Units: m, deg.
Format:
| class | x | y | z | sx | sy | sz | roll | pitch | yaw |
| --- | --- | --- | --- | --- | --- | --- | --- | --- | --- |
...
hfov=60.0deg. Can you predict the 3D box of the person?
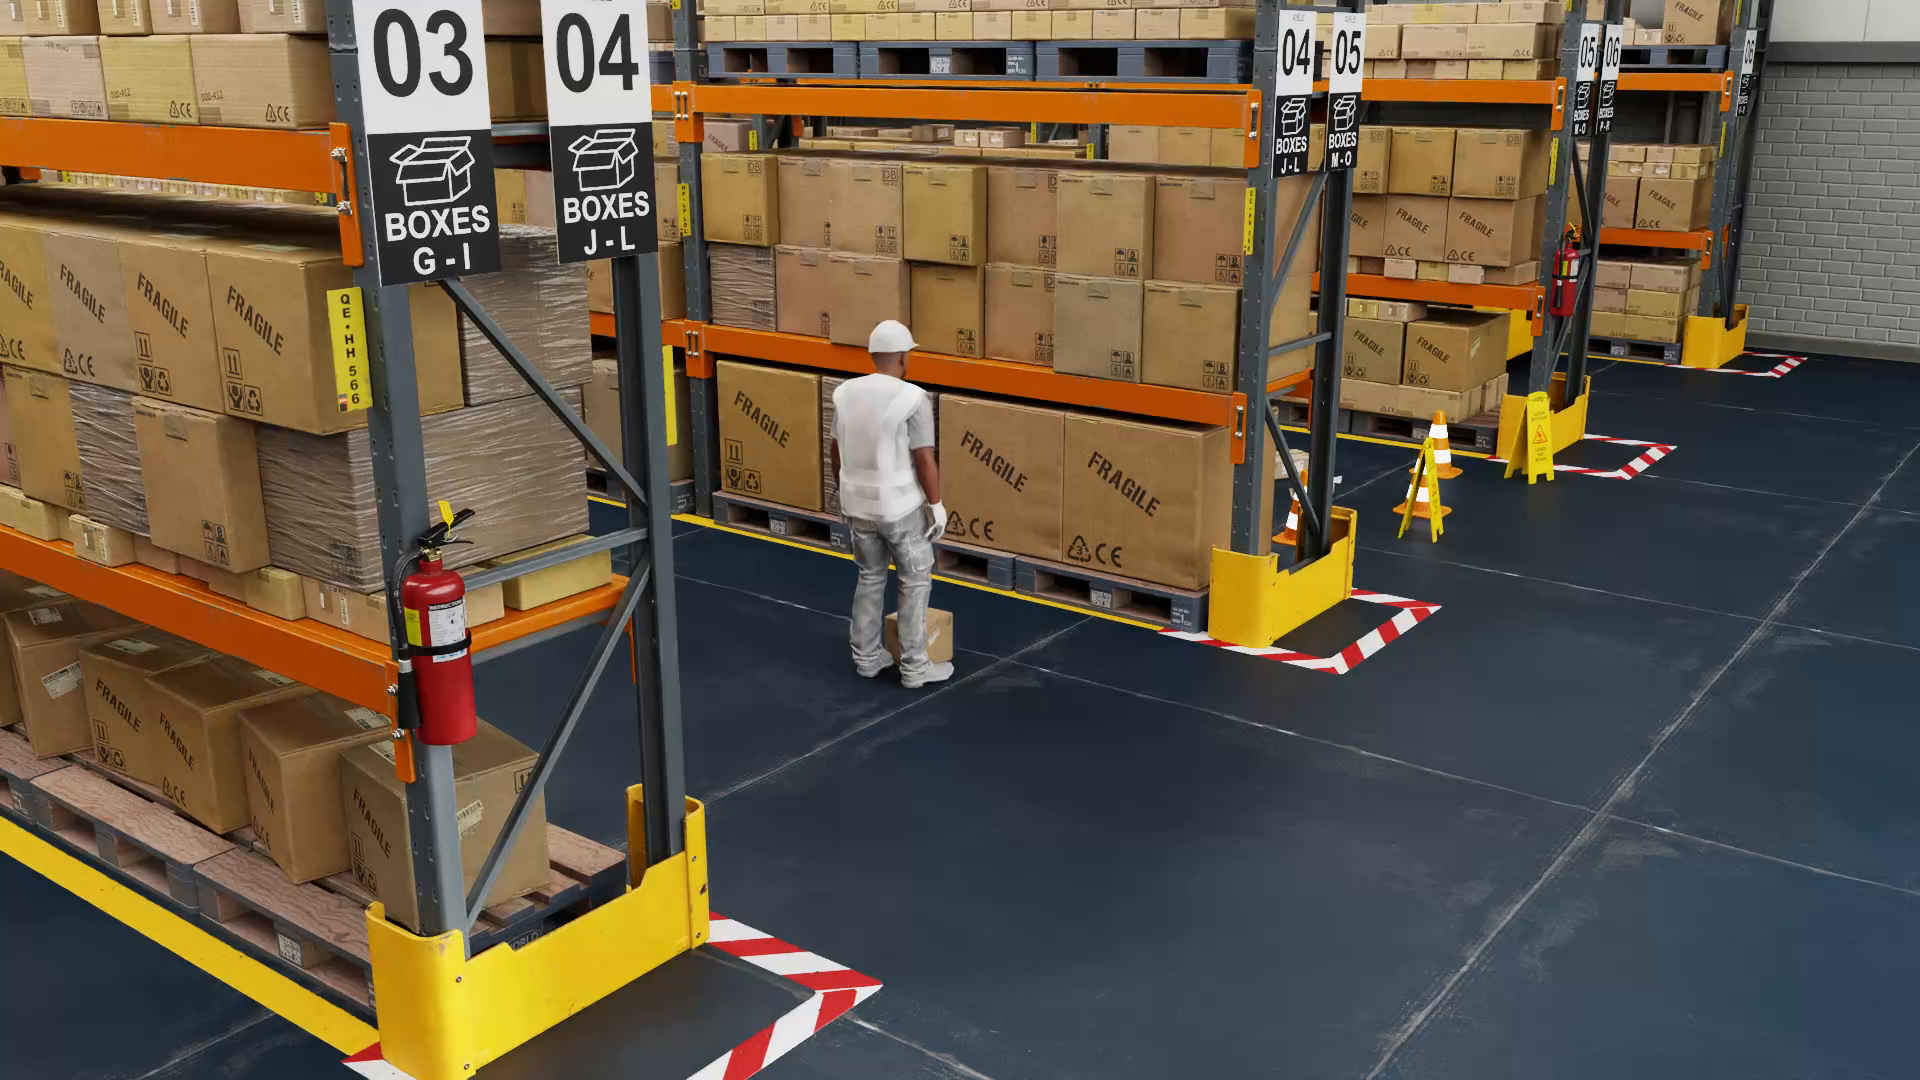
| class | x | y | z | sx | sy | sz | roll | pitch | yaw |
| --- | --- | --- | --- | --- | --- | --- | --- | --- | --- |
| person | -0.344 | -0.175 | 8.115 | 0.619 | 1.772 | 0.450 | 11 | 19 | 32 |
